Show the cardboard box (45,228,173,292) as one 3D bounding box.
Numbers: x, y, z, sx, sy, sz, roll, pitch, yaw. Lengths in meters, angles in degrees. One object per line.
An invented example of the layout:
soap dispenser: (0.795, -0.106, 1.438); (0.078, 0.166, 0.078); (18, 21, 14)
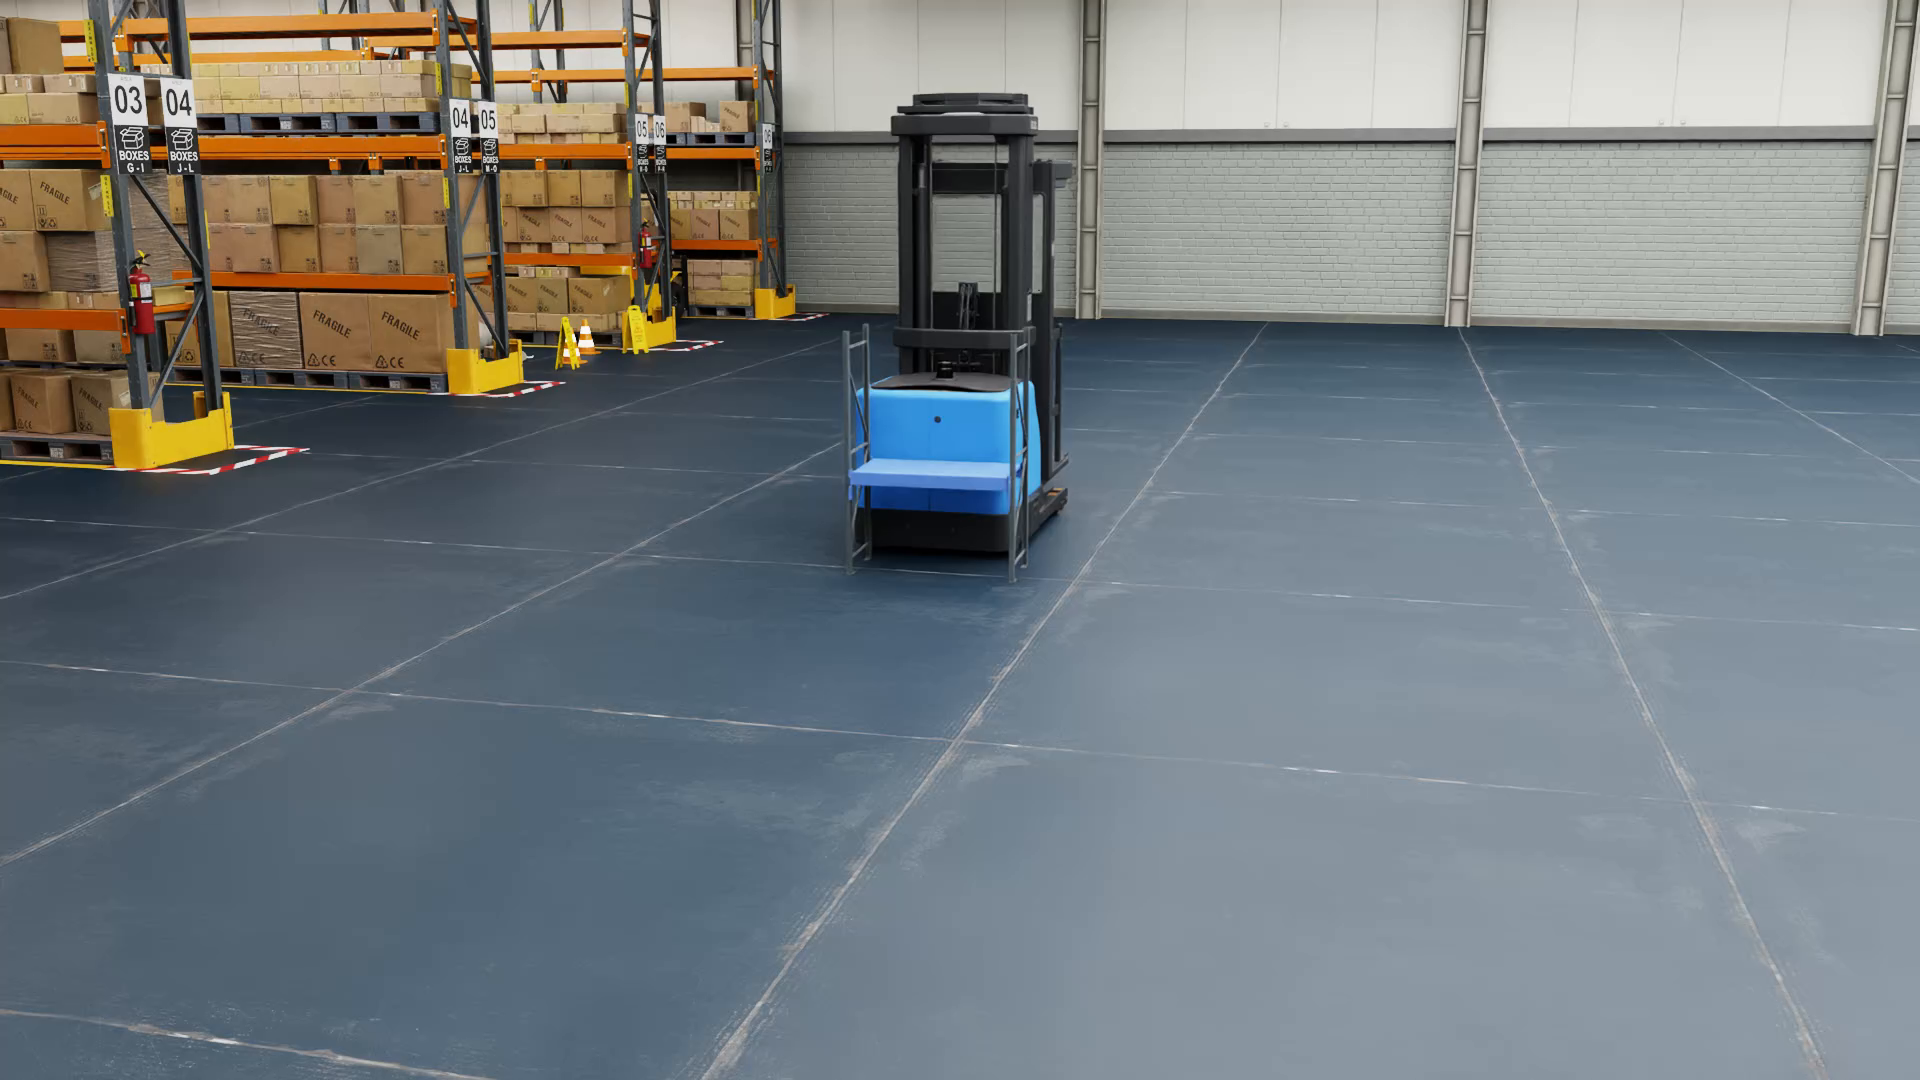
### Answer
cardboard box: (-7.278, -2.410, 14.253); (0.500, 0.500, 0.875); (3, 13, 14)

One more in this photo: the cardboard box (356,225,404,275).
cardboard box: (-6.374, -3.326, 18.955); (0.550, 0.550, 0.875); (3, 13, 14)

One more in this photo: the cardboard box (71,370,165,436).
cardboard box: (-7.353, -1.202, 14.529); (0.500, 0.500, 0.500); (6, 14, 24)

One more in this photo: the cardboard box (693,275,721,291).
cardboard box: (-4.222, -4.404, 28.383); (0.500, 0.250, 0.500); (3, 13, 13)

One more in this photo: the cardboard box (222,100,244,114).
cardboard box: (-8.087, -4.880, 18.757); (0.250, 0.149, 0.380); (3, 13, 13)

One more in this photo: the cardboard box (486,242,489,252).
cardboard box: (-6.791, -4.198, 23.811); (0.250, 0.149, 0.380); (3, 13, 14)

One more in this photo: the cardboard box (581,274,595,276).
cardboard box: (-5.625, -3.622, 24.280); (0.500, 0.500, 0.500); (3, 13, 11)

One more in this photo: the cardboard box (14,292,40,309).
cardboard box: (-7.813, -2.062, 14.182); (0.250, 0.149, 0.380); (3, 13, 14)

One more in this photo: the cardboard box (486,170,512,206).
cardboard box: (-6.385, -5.016, 23.691); (0.500, 0.500, 0.700); (3, 13, 13)

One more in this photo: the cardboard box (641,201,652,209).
cardboard box: (-5.331, -5.726, 28.390); (0.250, 0.149, 0.380); (3, 13, 12)

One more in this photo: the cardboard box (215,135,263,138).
cardboard box: (-10.656, -6.122, 24.740); (0.637, 0.503, 0.797); (3, 13, 14)

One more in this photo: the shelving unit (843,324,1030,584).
shelving unit: (-0.137, -0.541, 10.209); (1.048, 1.500, 0.538); (3, 13, 12)

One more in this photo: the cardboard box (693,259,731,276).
cardboard box: (-4.210, -4.644, 28.310); (0.500, 0.250, 0.500); (3, 13, 15)

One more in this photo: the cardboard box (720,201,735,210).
cardboard box: (-3.850, -5.641, 28.006); (0.250, 0.149, 0.380); (3, 13, 14)

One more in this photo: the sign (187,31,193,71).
sign: (-6.621, -4.187, 14.236); (0.005, 0.325, 0.100); (3, 13, 14)

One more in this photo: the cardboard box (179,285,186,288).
cardboard box: (-14.425, -4.845, 30.946); (0.500, 0.500, 0.500); (4, 13, 16)

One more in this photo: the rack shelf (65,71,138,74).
rack shelf: (-16.783, -8.612, 30.943); (4.000, 0.370, 1.077); (3, 13, 14)

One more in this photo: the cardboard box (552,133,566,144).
cardboard box: (-5.519, -5.621, 23.299); (0.250, 0.149, 0.380); (3, 13, 14)

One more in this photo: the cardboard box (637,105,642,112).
cardboard box: (-4.672, -6.058, 23.427); (0.250, 0.149, 0.380); (3, 13, 13)

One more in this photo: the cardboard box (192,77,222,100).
cardboard box: (-8.450, -5.107, 18.861); (0.500, 0.250, 0.500); (3, 13, 13)

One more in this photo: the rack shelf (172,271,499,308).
rack shelf: (-7.406, -2.972, 19.365); (4.000, 0.370, 1.077); (3, 13, 14)

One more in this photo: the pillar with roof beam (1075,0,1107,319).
pillar with roof beam: (1.143, -7.247, 23.124); (0.400, 9.000, 9.100); (3, 13, 14)

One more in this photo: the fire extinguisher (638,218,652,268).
fire extinguisher: (-4.376, -4.125, 23.079); (0.183, 0.674, 0.296); (3, 13, 14)

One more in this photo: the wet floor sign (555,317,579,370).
wet floor sign: (-4.962, -2.485, 20.944); (0.232, 0.644, 0.267); (1, 13, 4)

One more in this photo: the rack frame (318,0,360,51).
rack frame: (-10.958, -8.653, 29.461); (0.127, 3.000, 1.000); (3, 13, 14)

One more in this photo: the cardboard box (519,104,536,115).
cardboard box: (-5.986, -6.040, 23.347); (0.250, 0.149, 0.380); (3, 13, 12)

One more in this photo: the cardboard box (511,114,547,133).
cardboard box: (-5.931, -5.824, 23.293); (0.500, 0.250, 0.500); (3, 13, 15)

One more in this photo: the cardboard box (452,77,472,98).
cardboard box: (-5.871, -5.089, 18.778); (0.500, 0.250, 0.500); (3, 13, 13)

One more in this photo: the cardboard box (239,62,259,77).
cardboard box: (-7.840, -5.256, 18.611); (0.250, 0.149, 0.380); (3, 13, 13)

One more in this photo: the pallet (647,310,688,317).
pallet: (-5.124, -4.043, 28.969); (1.213, 0.211, 1.003); (3, 13, 14)

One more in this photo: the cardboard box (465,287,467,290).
cardboard box: (-7.229, -3.589, 24.133); (0.500, 0.500, 0.500); (4, 13, 16)

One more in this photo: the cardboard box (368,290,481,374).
cardboard box: (-6.138, -2.408, 19.100); (0.875, 0.875, 0.875); (3, 13, 14)

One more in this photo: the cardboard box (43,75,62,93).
cardboard box: (-7.320, -3.754, 13.731); (0.250, 0.149, 0.380); (3, 13, 12)

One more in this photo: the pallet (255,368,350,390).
pallet: (-7.440, -1.947, 19.521); (1.213, 0.211, 1.003); (3, 13, 14)

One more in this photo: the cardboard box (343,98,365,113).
cardboard box: (-6.607, -4.801, 18.400); (0.250, 0.149, 0.380); (3, 13, 14)

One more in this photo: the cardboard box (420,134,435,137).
cardboard box: (-7.508, -5.732, 23.799); (0.250, 0.149, 0.380); (3, 13, 14)

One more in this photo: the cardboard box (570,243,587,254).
cardboard box: (-5.307, -4.125, 23.481); (0.250, 0.149, 0.380); (3, 13, 13)

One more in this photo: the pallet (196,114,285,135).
pallet: (-8.556, -4.803, 19.238); (1.213, 0.211, 1.003); (3, 13, 14)

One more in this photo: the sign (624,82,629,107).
sign: (-4.529, -6.047, 22.592); (0.005, 0.325, 0.100); (3, 13, 14)

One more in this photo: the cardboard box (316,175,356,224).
cardboard box: (-6.882, -3.914, 19.110); (0.550, 0.550, 0.875); (3, 13, 14)

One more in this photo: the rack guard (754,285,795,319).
rack guard: (-3.167, -4.088, 28.505); (0.348, 0.500, 1.175); (3, 13, 14)

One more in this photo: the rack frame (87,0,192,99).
rack frame: (-6.751, -5.110, 13.492); (0.127, 3.000, 1.000); (3, 13, 14)

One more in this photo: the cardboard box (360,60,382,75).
cardboard box: (-6.363, -5.177, 18.256); (0.250, 0.149, 0.380); (3, 13, 14)

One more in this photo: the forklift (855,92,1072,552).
forklift: (0.171, -1.626, 11.794); (1.130, 2.935, 3.031); (3, 13, 14)

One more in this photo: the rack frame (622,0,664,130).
rack frame: (-4.376, -7.194, 22.885); (0.127, 3.000, 1.000); (3, 13, 14)

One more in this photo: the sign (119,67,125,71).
sign: (-9.468, -5.183, 18.823); (0.005, 0.325, 0.100); (3, 13, 14)

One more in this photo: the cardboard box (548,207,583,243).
cardboard box: (-5.454, -4.457, 23.479); (0.500, 0.500, 0.500); (3, 13, 14)

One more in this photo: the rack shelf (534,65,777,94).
rack shelf: (-5.132, -7.796, 28.179); (4.000, 0.370, 1.077); (3, 13, 14)

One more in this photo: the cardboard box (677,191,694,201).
cardboard box: (-4.600, -5.827, 28.159); (0.250, 0.149, 0.380); (3, 13, 15)

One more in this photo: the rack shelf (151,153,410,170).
rack shelf: (-10.202, -5.690, 24.691); (4.000, 0.370, 1.077); (3, 13, 14)

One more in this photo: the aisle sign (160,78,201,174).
aisle sign: (-6.619, -3.511, 14.130); (0.004, 0.787, 0.394); (3, 13, 14)
